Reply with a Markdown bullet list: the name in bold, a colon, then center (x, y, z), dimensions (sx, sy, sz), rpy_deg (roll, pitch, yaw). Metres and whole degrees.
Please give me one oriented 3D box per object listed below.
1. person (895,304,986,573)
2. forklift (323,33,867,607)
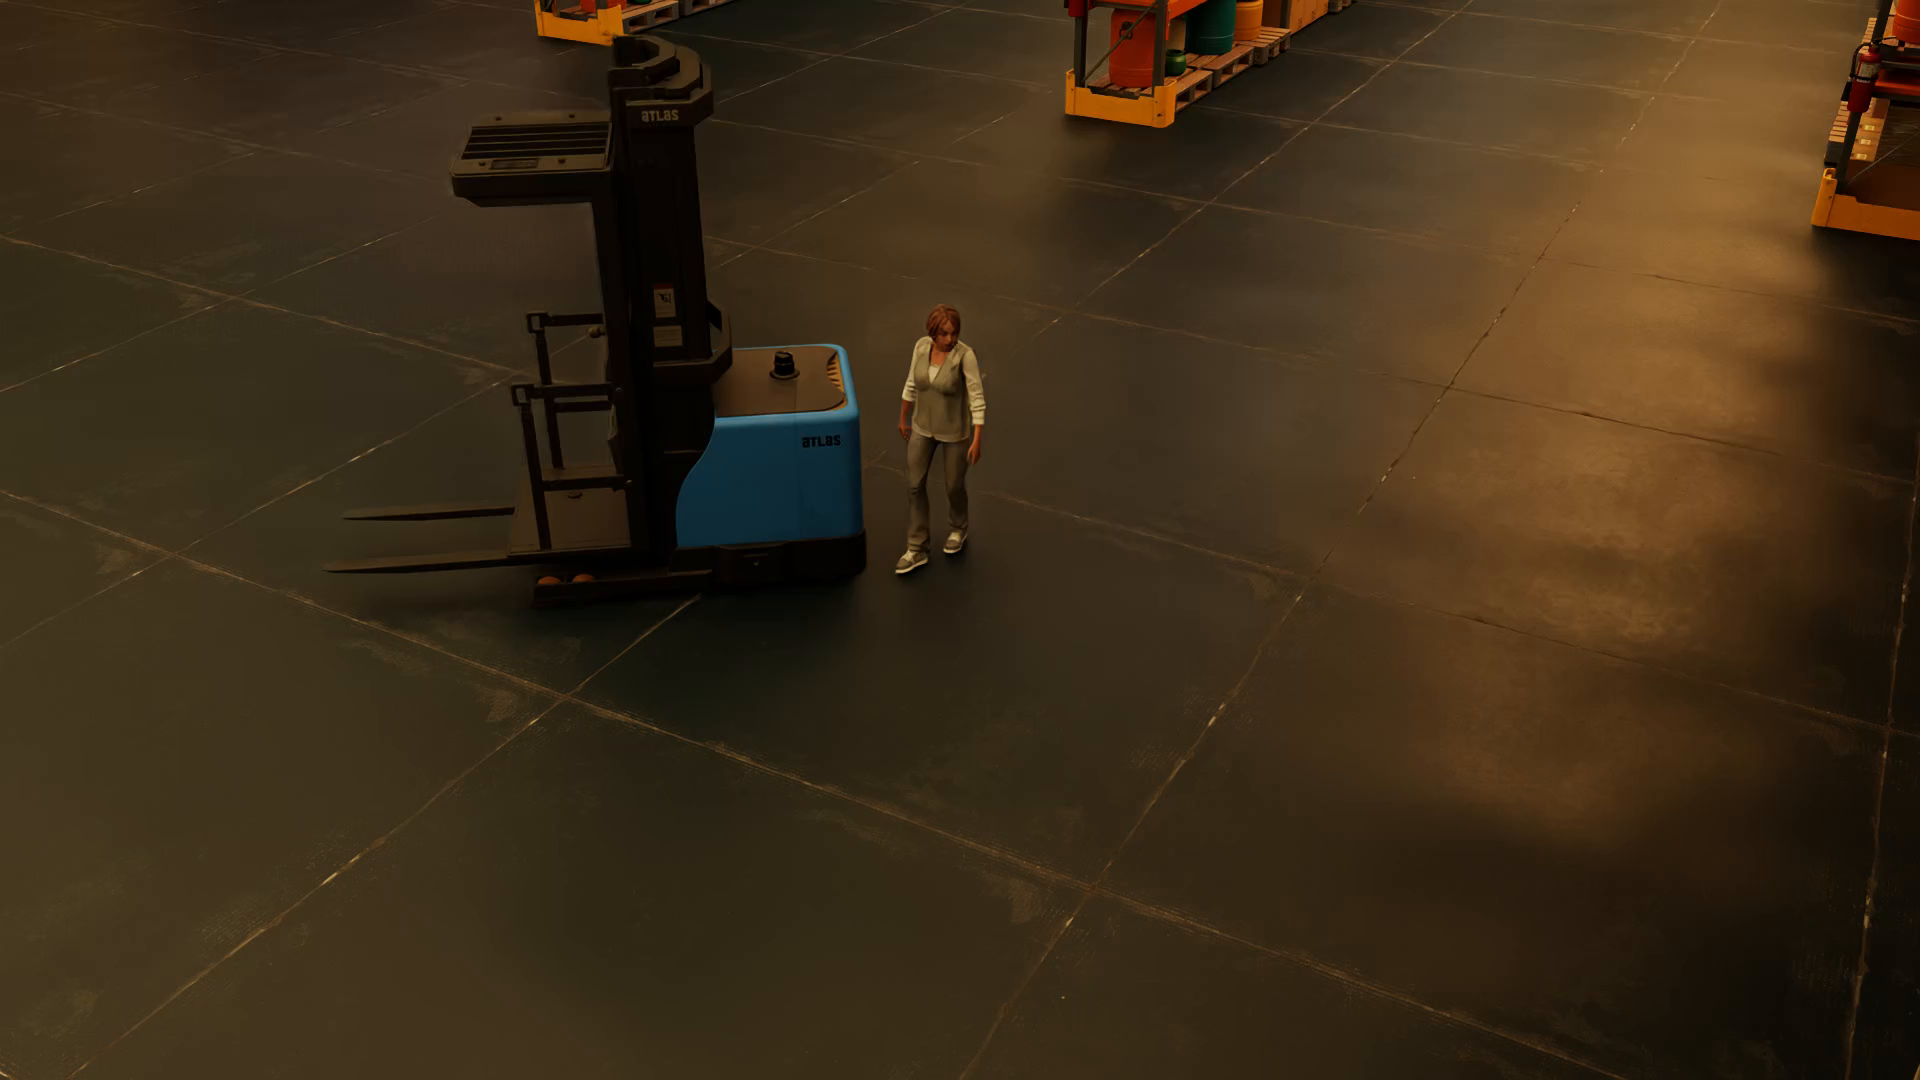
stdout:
- **person**: center (-0.128, -0.576, 9.433), dimensions (0.579, 1.574, 0.648), rpy_deg (11, 32, 18)
- **forklift**: center (-2.099, -1.178, 9.111), dimensions (3.031, 2.935, 1.130), rpy_deg (-4, 30, -7)
